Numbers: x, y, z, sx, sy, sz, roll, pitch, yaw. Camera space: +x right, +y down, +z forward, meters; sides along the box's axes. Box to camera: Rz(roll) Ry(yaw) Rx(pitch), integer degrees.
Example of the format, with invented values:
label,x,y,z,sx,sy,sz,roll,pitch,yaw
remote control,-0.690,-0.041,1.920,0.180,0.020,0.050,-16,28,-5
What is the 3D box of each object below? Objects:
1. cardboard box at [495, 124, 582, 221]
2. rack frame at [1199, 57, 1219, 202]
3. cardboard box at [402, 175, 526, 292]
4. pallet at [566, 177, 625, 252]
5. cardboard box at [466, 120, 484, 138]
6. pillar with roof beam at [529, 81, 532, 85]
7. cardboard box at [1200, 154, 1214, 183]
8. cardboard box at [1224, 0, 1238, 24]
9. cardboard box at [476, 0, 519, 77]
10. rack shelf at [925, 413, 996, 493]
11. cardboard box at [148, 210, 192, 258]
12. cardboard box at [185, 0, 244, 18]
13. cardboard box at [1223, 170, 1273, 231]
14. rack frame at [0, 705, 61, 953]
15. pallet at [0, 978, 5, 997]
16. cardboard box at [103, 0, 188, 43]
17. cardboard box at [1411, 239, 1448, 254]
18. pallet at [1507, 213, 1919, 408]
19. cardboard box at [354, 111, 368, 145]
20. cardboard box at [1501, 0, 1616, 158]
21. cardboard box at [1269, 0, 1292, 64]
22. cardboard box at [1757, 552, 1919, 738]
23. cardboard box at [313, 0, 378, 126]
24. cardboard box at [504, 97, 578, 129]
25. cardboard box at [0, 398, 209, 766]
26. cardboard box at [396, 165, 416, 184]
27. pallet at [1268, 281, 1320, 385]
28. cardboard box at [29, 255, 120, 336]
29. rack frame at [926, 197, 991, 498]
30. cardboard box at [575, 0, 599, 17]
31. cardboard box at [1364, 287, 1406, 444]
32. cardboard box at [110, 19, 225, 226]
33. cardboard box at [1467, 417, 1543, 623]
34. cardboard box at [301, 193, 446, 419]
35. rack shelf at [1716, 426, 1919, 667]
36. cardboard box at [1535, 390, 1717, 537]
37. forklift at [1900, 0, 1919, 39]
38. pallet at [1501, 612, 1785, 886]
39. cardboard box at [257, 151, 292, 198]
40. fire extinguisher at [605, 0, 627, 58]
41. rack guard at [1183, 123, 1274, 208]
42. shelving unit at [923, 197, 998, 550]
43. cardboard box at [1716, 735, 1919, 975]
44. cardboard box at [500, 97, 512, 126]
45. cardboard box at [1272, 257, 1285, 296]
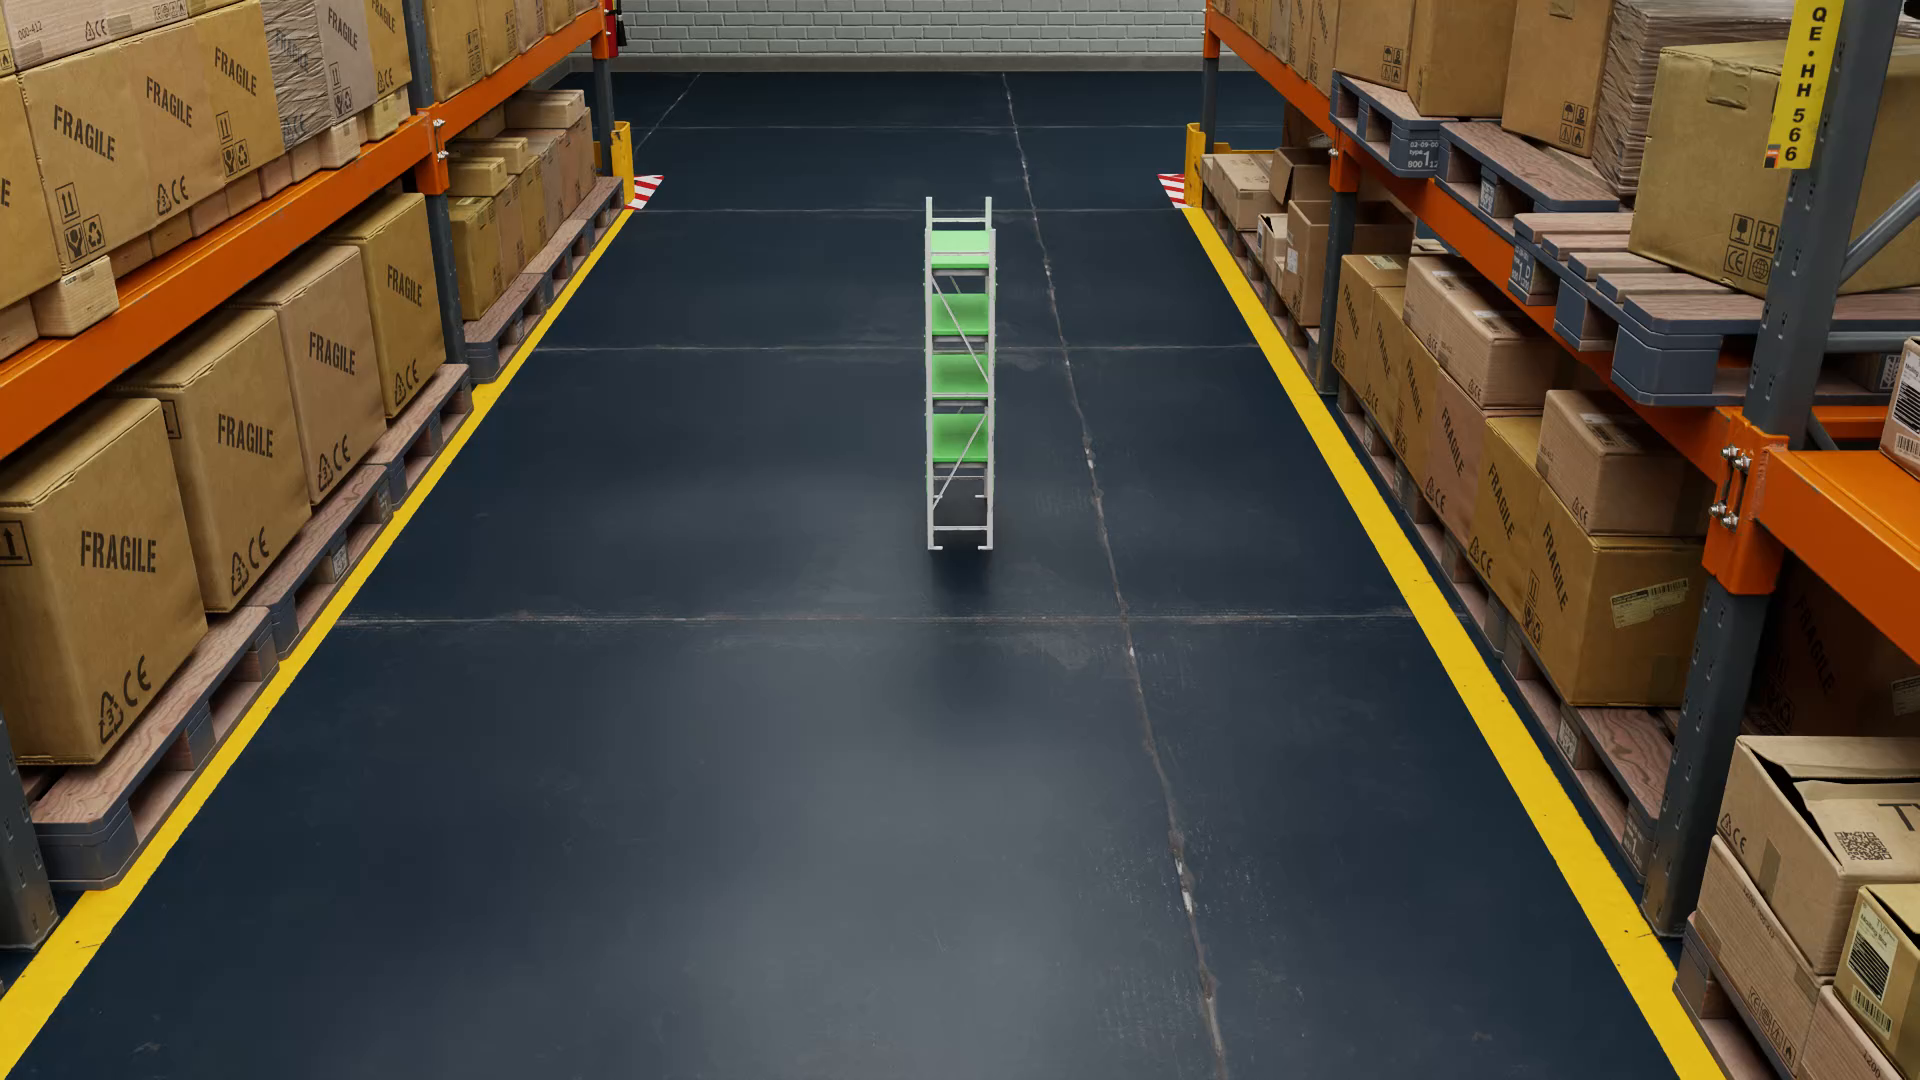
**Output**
label,x,y,z,sx,sy,sz,roll,pitch,yaw
cardboard box,-2.716,-2.243,10.093,0.700,0.500,0.500,0,24,-1
rack frame,2.124,-3.709,10.810,1.000,3.000,0.127,0,24,-1
cardboard box,-2.694,-1.605,8.681,0.700,0.500,0.500,0,24,-1
pallet,-2.743,-2.085,10.604,1.003,0.211,1.213,0,24,-1
cardboard box,-2.908,-2.273,9.372,0.380,0.149,0.250,0,24,0
pillar with roof beam,0.581,-7.546,12.015,9.100,9.000,0.400,0,24,-1
cardboard box,1.785,-2.436,10.922,0.380,0.149,0.250,0,24,-1
cardboard box,1.876,-3.358,9.912,0.500,0.500,0.500,0,24,-1
cardboard box,-2.778,-2.698,8.210,0.980,0.700,0.700,-1,24,-2
rack shelf,-0.002,-0.338,6.279,0.258,0.148,0.480,0,24,-1
cardboard box,-2.556,-0.950,4.990,0.380,0.149,0.250,0,24,0
cardboard box,-2.517,-1.746,5.054,0.500,0.250,0.500,-1,24,-2
cardboard box,1.857,-2.019,9.876,0.500,0.250,0.500,0,24,-1
rack frame,-2.742,-0.388,3.468,1.000,3.000,0.127,0,24,-1
pallet,-2.735,1.204,3.331,1.003,0.211,1.213,0,24,-1
cardboard box,-2.505,-1.536,4.589,0.500,0.250,0.500,0,24,0
cardboard box,2.360,-1.500,8.831,0.380,0.166,0.250,0,24,-1
pallet,2.133,-0.604,4.177,1.213,0.211,1.003,0,24,-1
cardboard box,-2.515,-1.582,6.389,0.380,0.149,0.250,0,24,1
cardboard box,2.248,-1.569,5.449,0.700,0.500,0.500,-6,25,-14
cardboard box,1.890,-2.735,8.535,0.500,0.500,0.500,0,24,1
cardboard box,2.492,0.338,4.363,0.500,0.500,0.500,1,24,2
cardboard box,-2.513,-1.827,6.144,0.500,0.500,0.500,0,24,0
cardboard box,-2.535,-2.587,10.067,0.380,0.149,0.250,0,24,1
cardboard box,-2.619,0.096,4.496,0.750,0.750,0.750,-1,24,-1
cardboard box,-2.900,-1.958,8.676,0.380,0.149,0.250,-1,24,-2
pallet,2.161,-1.073,8.366,1.003,0.211,1.213,0,24,-1
cardboard box,-2.427,-0.633,4.291,0.380,0.149,0.250,0,24,1
rack frame,-0.004,-0.715,6.376,0.240,1.200,0.015,0,24,-1
cardboard box,-2.814,-3.611,10.231,0.980,0.700,0.700,1,24,2
cardboard box,1.946,-0.702,6.661,0.500,0.500,0.500,0,24,0
cardboard box,-2.492,-1.200,4.757,0.500,0.500,0.500,0,24,-1
cardboard box,1.961,-0.071,5.267,0.500,0.500,0.500,-1,24,-2
cardboard box,-2.649,-0.981,6.878,0.750,0.750,0.750,0,24,0
rack shelf,2.233,0.740,1.847,1.077,0.370,4.000,0,24,-1
cardboard box,1.961,-0.223,4.692,0.500,0.250,0.500,1,24,1
forklift,4.707,-2.019,7.156,1.130,2.935,3.031,-1,24,-3
pallet,2.241,0.551,4.776,1.003,0.211,1.213,0,24,-1
cardboard box,-2.529,-1.269,5.697,0.380,0.149,0.250,-1,24,-2
fire extinguisher,-2.370,-3.544,10.992,0.296,0.674,0.183,0,24,-1
rack guard,2.125,-2.538,11.256,1.175,0.500,0.348,0,24,-1
shelving unit,-0.002,-0.615,6.154,0.258,1.200,0.503,0,24,-1
cardboard box,1.923,0.611,3.405,0.500,0.311,0.500,1,24,1
cardboard box,-2.917,-2.587,10.066,0.380,0.149,0.250,0,24,0
cardboard box,1.813,-1.350,8.520,0.380,0.149,0.250,0,24,-1
